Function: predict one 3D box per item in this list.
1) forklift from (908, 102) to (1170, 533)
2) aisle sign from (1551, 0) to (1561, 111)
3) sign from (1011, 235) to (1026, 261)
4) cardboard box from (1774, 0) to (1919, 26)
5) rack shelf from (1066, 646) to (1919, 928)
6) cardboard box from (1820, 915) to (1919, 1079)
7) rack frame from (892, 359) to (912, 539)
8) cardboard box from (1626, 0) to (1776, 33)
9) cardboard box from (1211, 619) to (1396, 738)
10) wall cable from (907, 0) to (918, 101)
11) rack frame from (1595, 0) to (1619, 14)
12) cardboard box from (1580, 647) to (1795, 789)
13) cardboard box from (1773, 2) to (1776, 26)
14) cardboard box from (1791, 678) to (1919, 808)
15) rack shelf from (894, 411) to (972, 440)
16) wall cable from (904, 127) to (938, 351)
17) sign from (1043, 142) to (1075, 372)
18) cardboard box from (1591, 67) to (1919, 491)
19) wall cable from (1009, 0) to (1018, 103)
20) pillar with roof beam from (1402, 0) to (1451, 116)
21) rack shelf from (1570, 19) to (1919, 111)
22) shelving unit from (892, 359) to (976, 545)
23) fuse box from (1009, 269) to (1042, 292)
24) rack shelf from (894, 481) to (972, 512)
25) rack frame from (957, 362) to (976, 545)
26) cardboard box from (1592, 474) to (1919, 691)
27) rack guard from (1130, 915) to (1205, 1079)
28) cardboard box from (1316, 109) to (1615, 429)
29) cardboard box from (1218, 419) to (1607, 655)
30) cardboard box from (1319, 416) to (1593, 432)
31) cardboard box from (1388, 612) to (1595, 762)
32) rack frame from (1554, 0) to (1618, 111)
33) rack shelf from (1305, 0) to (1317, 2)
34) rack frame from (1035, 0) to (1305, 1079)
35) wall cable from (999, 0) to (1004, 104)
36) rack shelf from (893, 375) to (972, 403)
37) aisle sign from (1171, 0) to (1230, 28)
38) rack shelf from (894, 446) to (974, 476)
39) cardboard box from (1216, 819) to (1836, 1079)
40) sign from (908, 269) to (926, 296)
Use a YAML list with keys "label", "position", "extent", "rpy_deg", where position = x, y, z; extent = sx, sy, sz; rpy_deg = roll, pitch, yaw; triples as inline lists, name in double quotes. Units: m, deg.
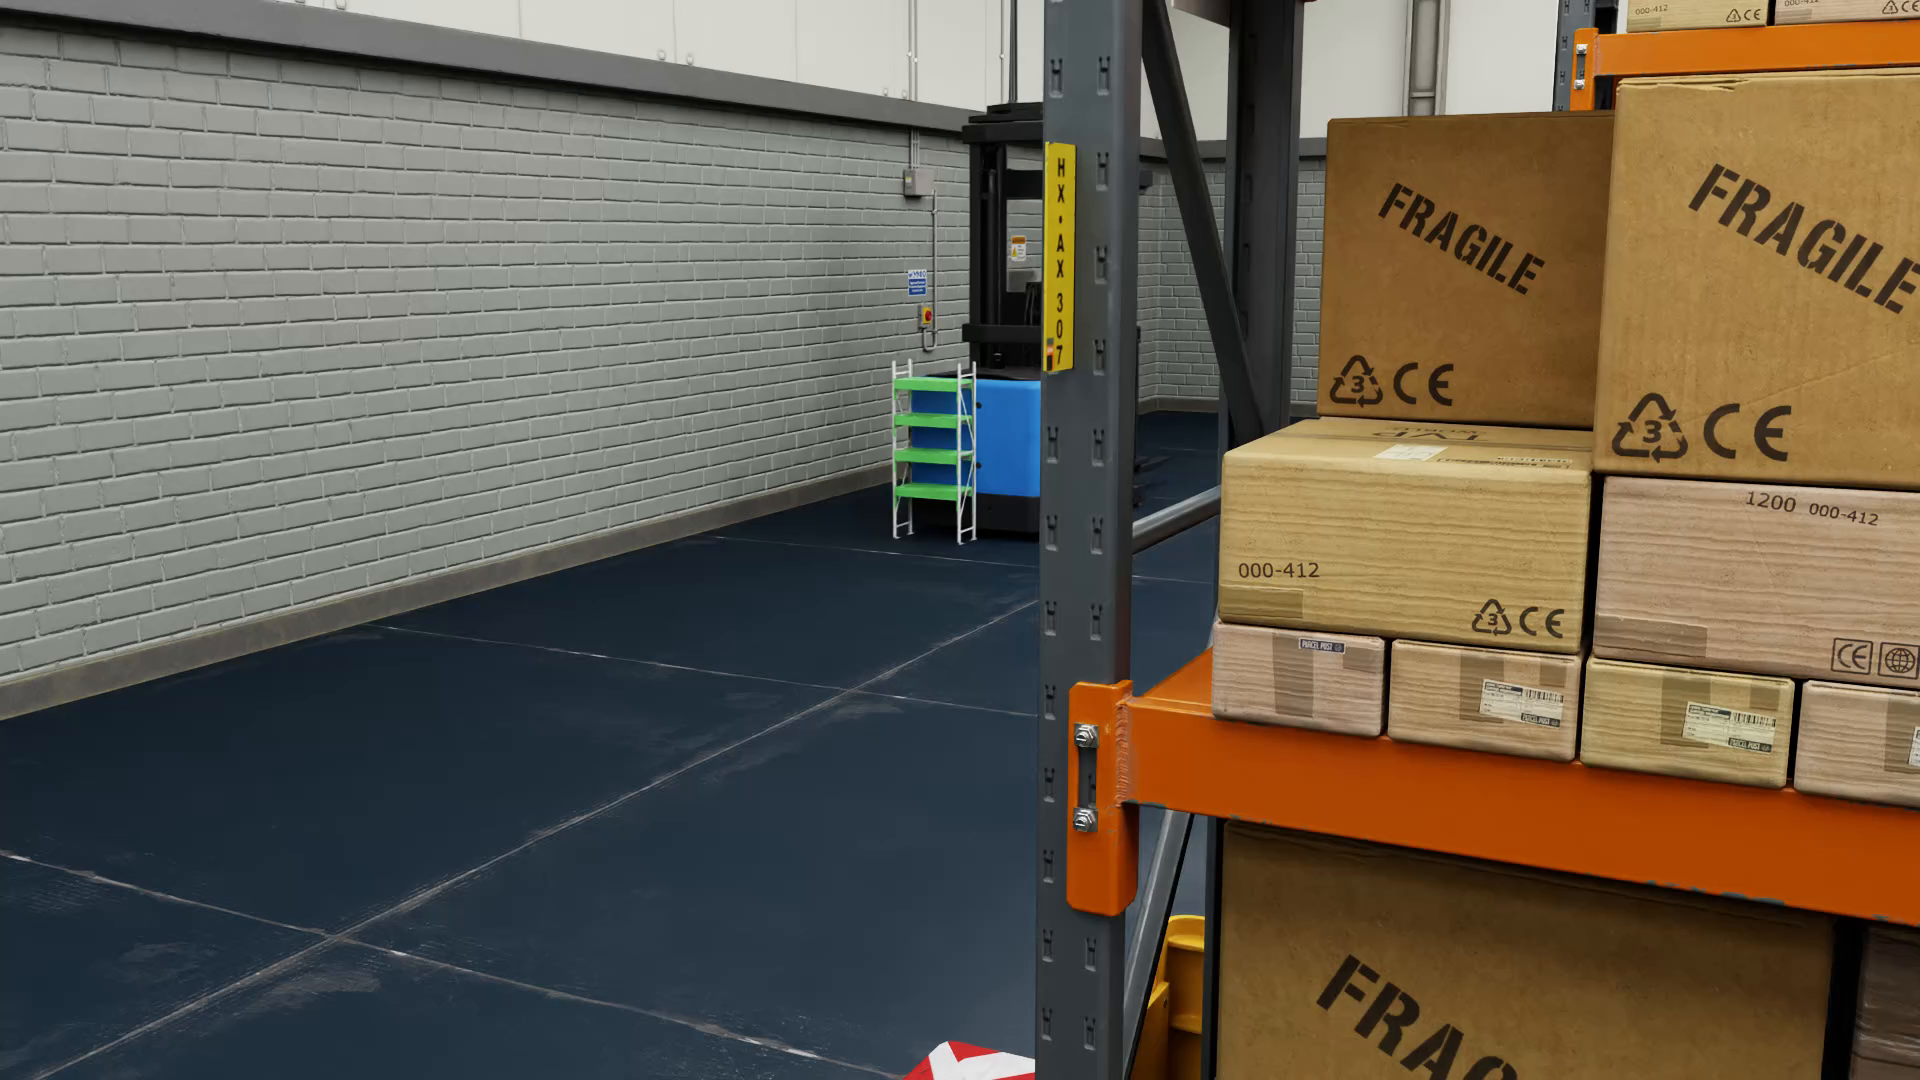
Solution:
- label: "forklift"
  position: [0.755, -1.695, 12.365]
  extent: [1.130, 2.935, 3.031]
  rpy_deg: [5, 11, 26]
- label: "aisle sign"
  position: [2.483, -2.055, 6.861]
  extent: [0.004, 0.787, 0.394]
  rpy_deg: [5, 11, 26]
- label: "sign"
  position: [0.564, -2.795, 15.930]
  extent: [0.001, 0.242, 0.339]
  rpy_deg: [5, 11, 26]
- label: "cardboard box"
  position: [3.441, -2.102, 6.418]
  extent: [0.500, 0.250, 0.500]
  rpy_deg: [5, 12, 28]
- label: "rack shelf"
  position: [2.189, 0.478, 2.186]
  extent: [4.000, 0.370, 1.077]
  rpy_deg: [5, 11, 26]
- label: "cardboard box"
  position: [1.821, 0.915, 2.540]
  extent: [0.875, 0.875, 0.875]
  rpy_deg: [5, 11, 26]
- label: "rack frame"
  position: [-0.391, -0.615, 11.256]
  extent: [0.015, 1.200, 0.240]
  rpy_deg: [5, 12, 26]
- label: "cardboard box"
  position: [2.971, -2.144, 6.651]
  extent: [0.500, 0.250, 0.500]
  rpy_deg: [5, 12, 28]
- label: "cardboard box"
  position: [0.568, 0.171, 2.569]
  extent: [0.250, 0.149, 0.380]
  rpy_deg: [5, 11, 26]
- label: "wall cable"
  position: [-0.445, -4.972, 13.432]
  extent: [0.029, 3.000, 0.463]
  rpy_deg: [5, 11, 26]
- label: "rack frame"
  position: [2.681, -3.770, 6.791]
  extent: [0.127, 3.000, 1.000]
  rpy_deg: [5, 11, 26]
- label: "cardboard box"
  position: [1.029, 0.211, 2.348]
  extent: [0.250, 0.149, 0.380]
  rpy_deg: [5, 11, 24]
- label: "cardboard box"
  position: [3.206, -2.226, 7.107]
  extent: [0.500, 0.250, 0.500]
  rpy_deg: [5, 11, 25]
- label: "cardboard box"
  position: [1.263, 0.231, 2.235]
  extent: [0.250, 0.149, 0.380]
  rpy_deg: [5, 11, 25]
- label: "rack shelf"
  position: [-0.173, -0.768, 11.116]
  extent: [0.480, 0.148, 0.258]
  rpy_deg: [5, 12, 26]
- label: "wall cable"
  position: [-0.286, -2.572, 14.079]
  extent: [0.123, 1.953, 0.585]
  rpy_deg: [5, 11, 26]
- label: "sign"
  position: [0.145, -0.410, 2.422]
  extent: [0.005, 0.325, 0.100]
  rpy_deg: [5, 11, 26]
- label: "cardboard box"
  position: [1.155, -0.355, 2.248]
  extent: [0.500, 0.500, 0.500]
  rpy_deg: [5, 11, 24]
- label: "wall cable"
  position: [1.157, -5.552, 16.533]
  extent: [0.133, 3.039, 2.988]
  rpy_deg: [5, 11, 26]
- label: "pillar with roof beam"
  position: [3.050, -5.030, 13.756]
  extent: [0.400, 9.000, 9.100]
  rpy_deg: [5, 11, 26]
- label: "rack shelf"
  position: [4.475, -1.782, 6.252]
  extent: [4.000, 0.370, 1.077]
  rpy_deg: [5, 11, 26]
- label: "shelving unit"
  position: [-0.173, -0.595, 11.148]
  extent: [0.503, 1.200, 0.258]
  rpy_deg: [5, 12, 26]
- label: "fuse box"
  position: [0.774, -1.747, 16.077]
  extent: [0.414, 1.711, 0.539]
  rpy_deg: [5, 11, 26]
- label: "rack shelf"
  position: [-0.173, -0.296, 11.202]
  extent: [0.480, 0.148, 0.258]
  rpy_deg: [5, 12, 26]
- label: "rack frame"
  position: [0.044, -0.575, 11.039]
  extent: [0.015, 1.200, 0.240]
  rpy_deg: [5, 12, 26]
- label: "cardboard box"
  position: [1.176, 0.015, 2.312]
  extent: [0.500, 0.250, 0.500]
  rpy_deg: [5, 11, 25]
- label: "rack guard"
  position: [0.374, 1.195, 3.226]
  extent: [0.348, 0.500, 1.175]
  rpy_deg: [5, 11, 26]
- label: "cardboard box"
  position: [0.949, -0.479, 2.933]
  extent: [0.500, 0.500, 0.500]
  rpy_deg: [5, 11, 27]
- label: "cardboard box"
  position: [0.707, -0.025, 2.532]
  extent: [0.500, 0.250, 0.500]
  rpy_deg: [5, 11, 24]
- label: "cardboard box"
  position: [0.948, -0.110, 3.003]
  extent: [0.500, 0.250, 0.500]
  rpy_deg: [5, 11, 25]
- label: "cardboard box"
  position: [0.799, 0.191, 2.459]
  extent: [0.250, 0.149, 0.380]
  rpy_deg: [5, 11, 25]
- label: "rack frame"
  position: [2.681, -0.818, 7.326]
  extent: [0.127, 3.000, 1.000]
  rpy_deg: [5, 11, 26]
- label: "rack shelf"
  position: [2.189, -0.998, 1.919]
  extent: [4.000, 0.370, 1.077]
  rpy_deg: [5, 11, 26]
- label: "rack frame"
  position: [0.397, -0.034, 2.996]
  extent: [0.053, 2.616, 0.949]
  rpy_deg: [5, 11, 26]
- label: "wall cable"
  position: [-0.110, -5.091, 14.094]
  extent: [0.029, 3.000, 2.355]
  rpy_deg: [5, 11, 26]
- label: "rack shelf"
  position: [-0.173, -1.004, 11.073]
  extent: [0.480, 0.148, 0.258]
  rpy_deg: [5, 12, 26]
- label: "aisle sign"
  position: [0.464, -1.366, 3.057]
  extent: [0.004, 0.787, 0.394]
  rpy_deg: [5, 11, 26]
- label: "rack shelf"
  position: [-0.173, -0.532, 11.159]
  extent: [0.480, 0.148, 0.258]
  rpy_deg: [5, 12, 26]
- label: "cardboard box"
  position: [1.005, 0.843, 2.937]
  extent: [0.875, 0.875, 0.875]
  rpy_deg: [5, 11, 26]
- label: "sign"
  position: [-0.363, -2.187, 14.132]
  extent: [0.001, 0.218, 0.327]
  rpy_deg: [5, 11, 26]
